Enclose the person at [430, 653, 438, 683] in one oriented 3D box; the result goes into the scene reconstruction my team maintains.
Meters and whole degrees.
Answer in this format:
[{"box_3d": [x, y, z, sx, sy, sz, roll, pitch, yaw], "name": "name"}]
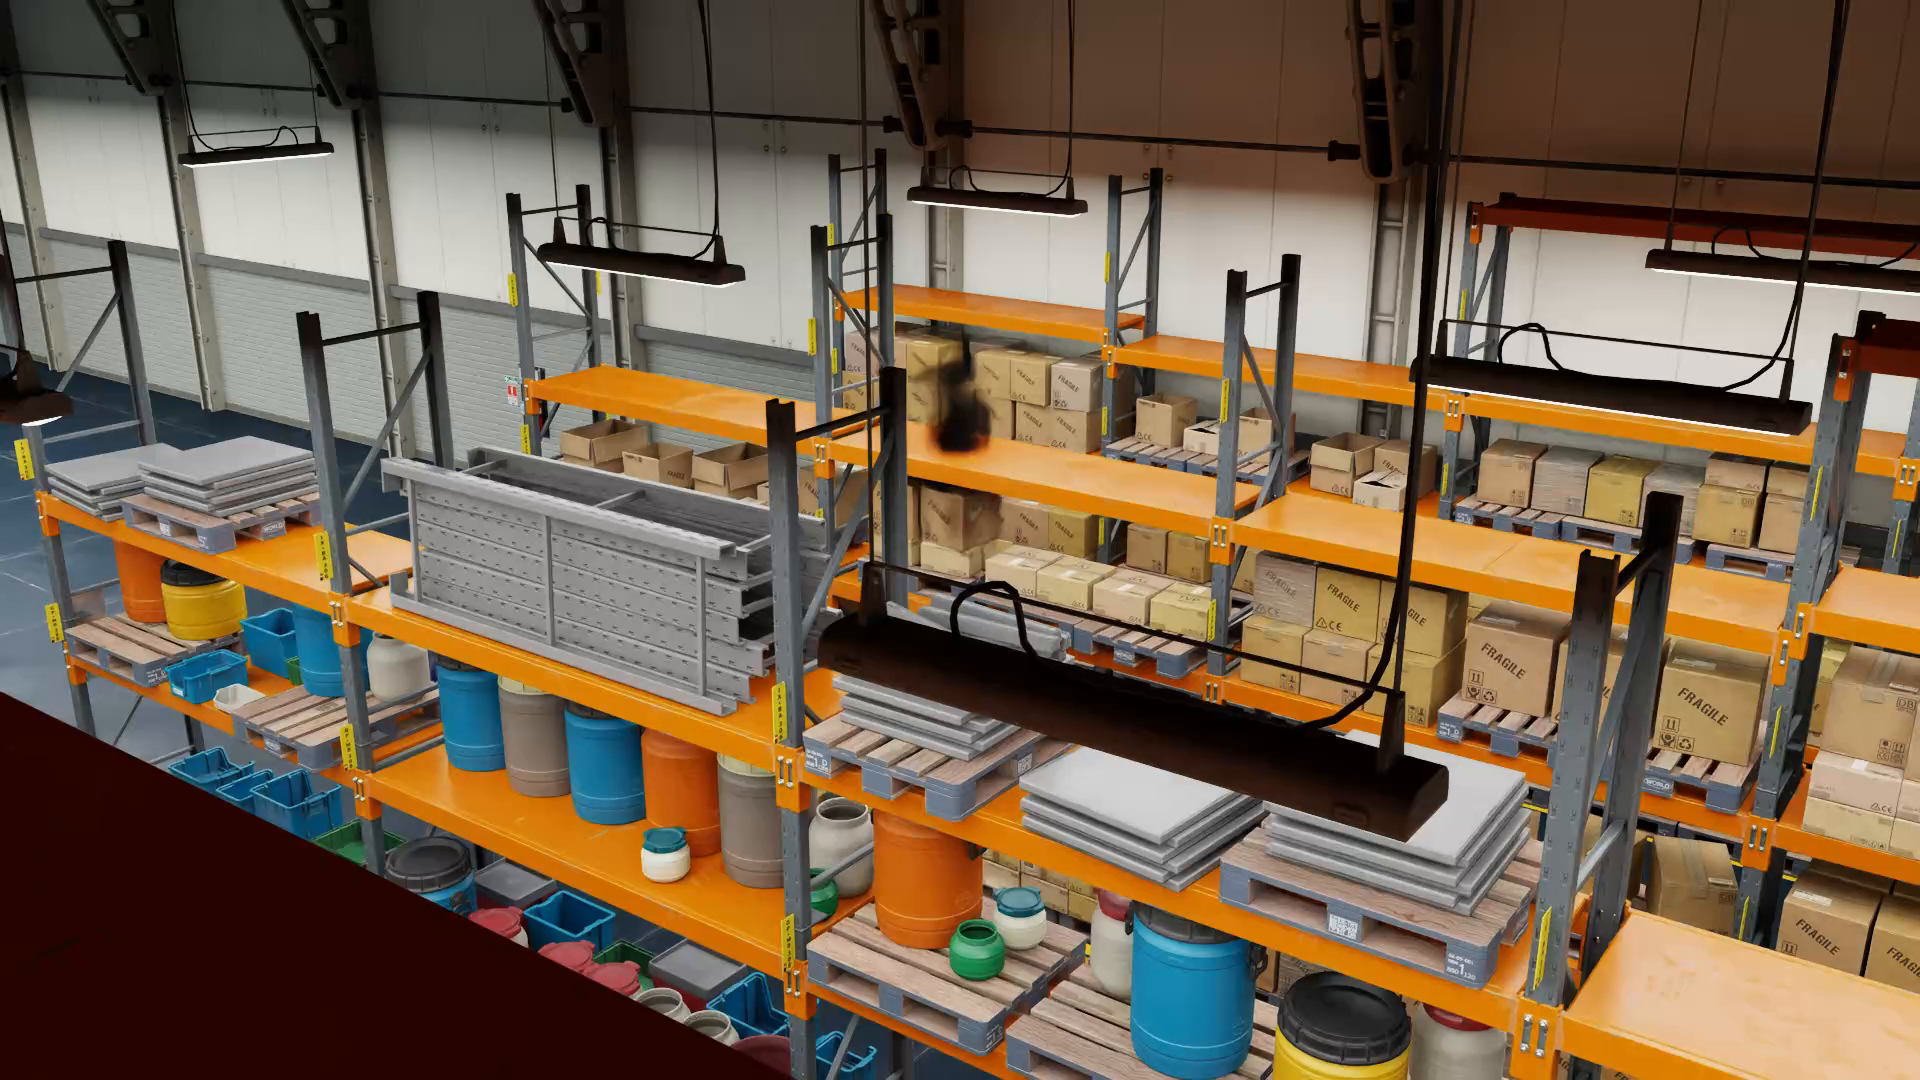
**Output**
[{"box_3d": [-5.827, 1.218, 18.982, 0.904, 1.600, 0.533, -11, 22, -31], "name": "person"}]
